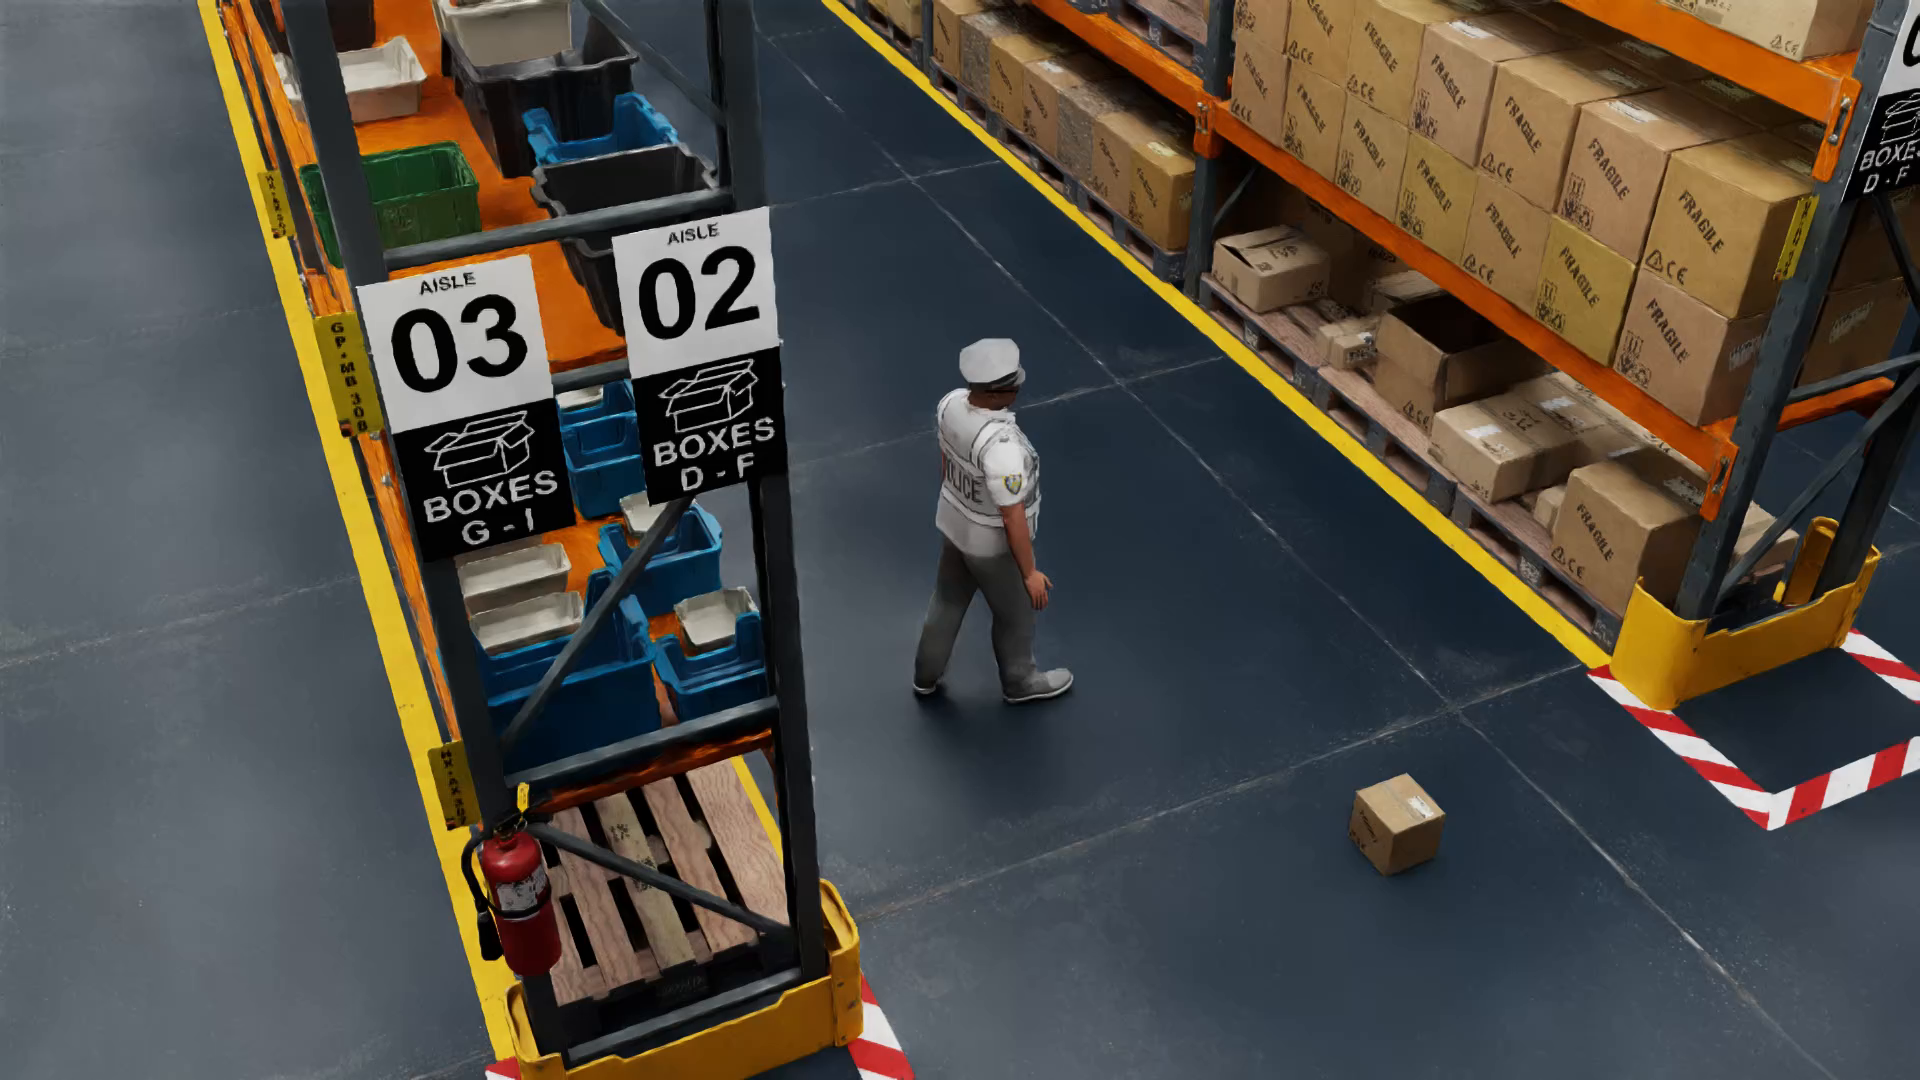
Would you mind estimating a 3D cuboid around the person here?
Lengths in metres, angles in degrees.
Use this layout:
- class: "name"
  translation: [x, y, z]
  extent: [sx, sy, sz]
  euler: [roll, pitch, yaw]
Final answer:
- class: "person"
  translation: [0.155, -0.029, 6.877]
  extent: [0.640, 1.738, 0.762]
  euler: [-21, 42, -25]
